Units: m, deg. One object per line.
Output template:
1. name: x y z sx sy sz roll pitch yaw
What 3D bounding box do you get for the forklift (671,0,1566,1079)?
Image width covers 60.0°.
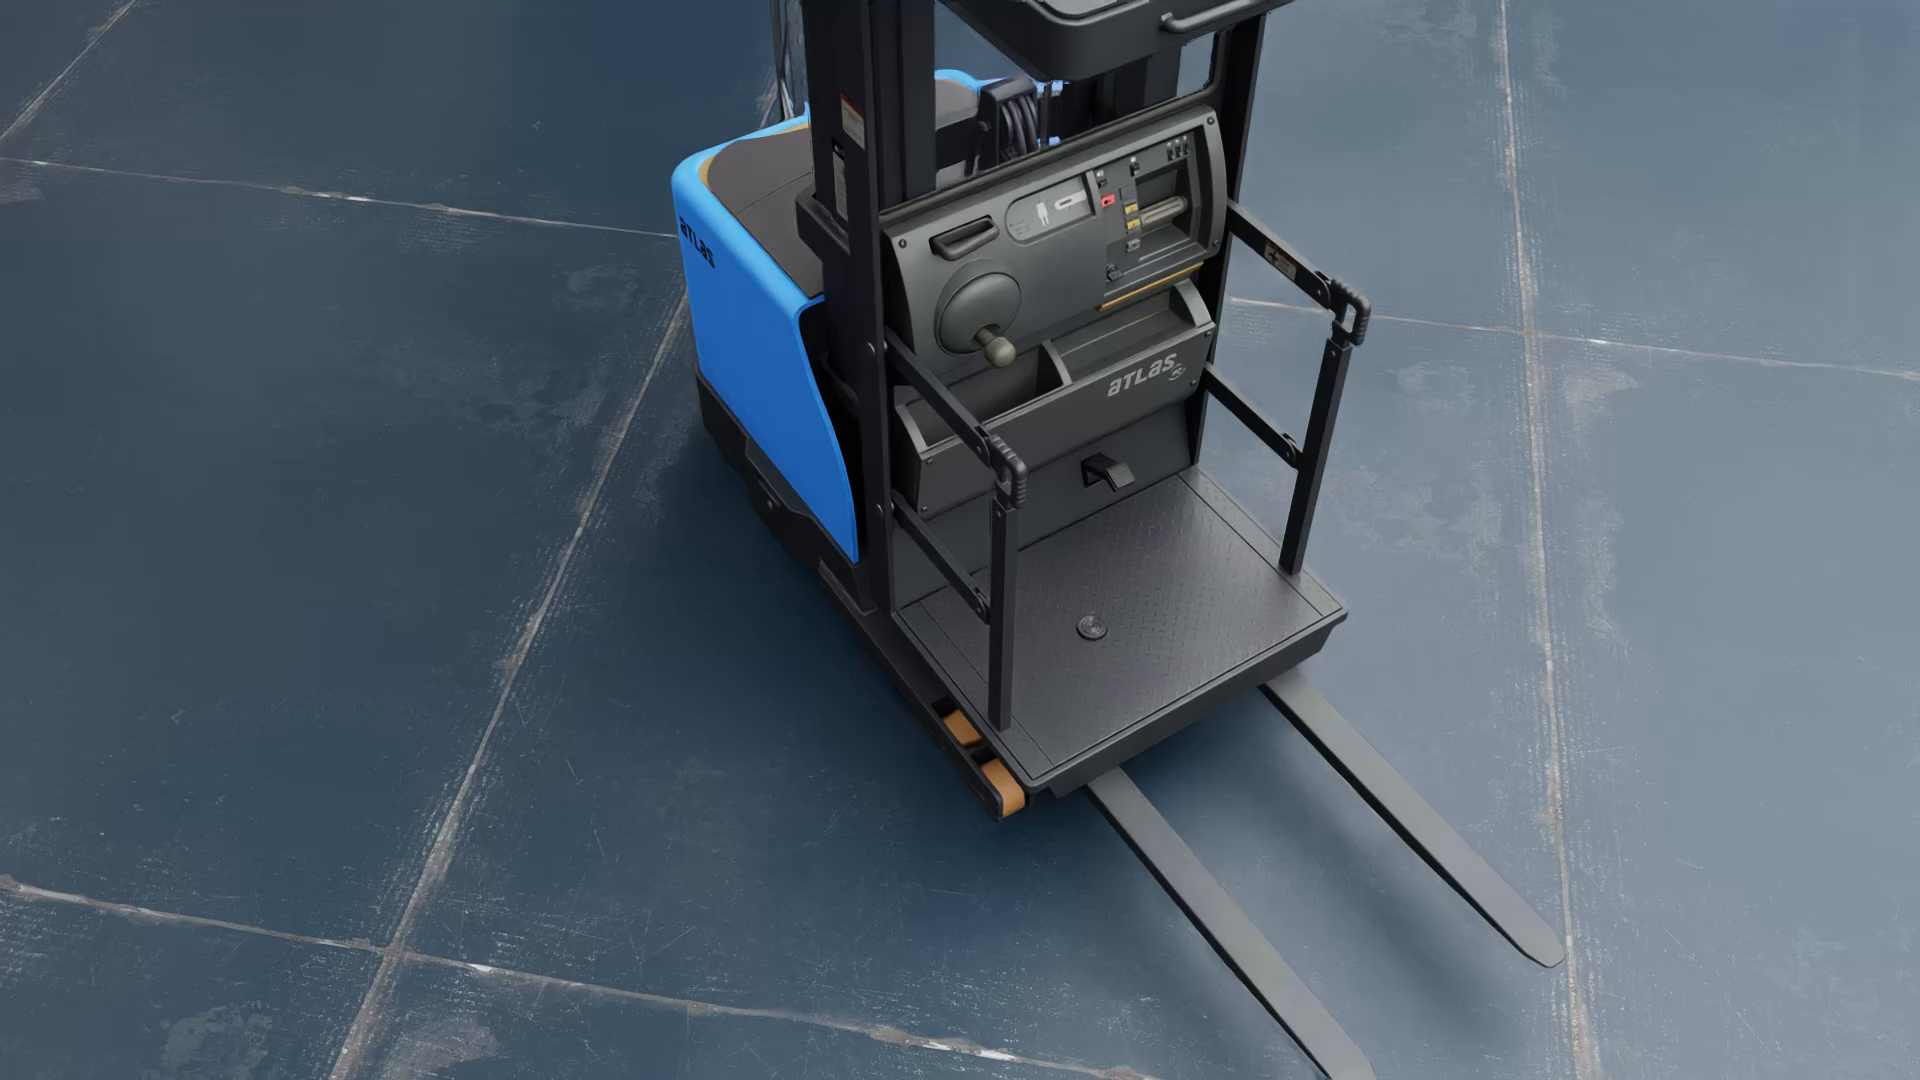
1. forklift: 0.371 -0.627 3.843 1.130 2.935 3.031 -26 53 -21

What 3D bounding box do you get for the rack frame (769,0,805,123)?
1. rack frame: -0.552 -1.383 5.484 0.032 1.500 0.500 -10 49 -9

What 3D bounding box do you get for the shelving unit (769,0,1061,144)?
1. shelving unit: -0.057 -1.468 5.559 1.048 1.500 0.538 -10 49 -9

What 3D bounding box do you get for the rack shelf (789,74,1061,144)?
1. rack shelf: -0.057 -1.347 5.693 1.000 0.185 0.538 -10 49 -9
